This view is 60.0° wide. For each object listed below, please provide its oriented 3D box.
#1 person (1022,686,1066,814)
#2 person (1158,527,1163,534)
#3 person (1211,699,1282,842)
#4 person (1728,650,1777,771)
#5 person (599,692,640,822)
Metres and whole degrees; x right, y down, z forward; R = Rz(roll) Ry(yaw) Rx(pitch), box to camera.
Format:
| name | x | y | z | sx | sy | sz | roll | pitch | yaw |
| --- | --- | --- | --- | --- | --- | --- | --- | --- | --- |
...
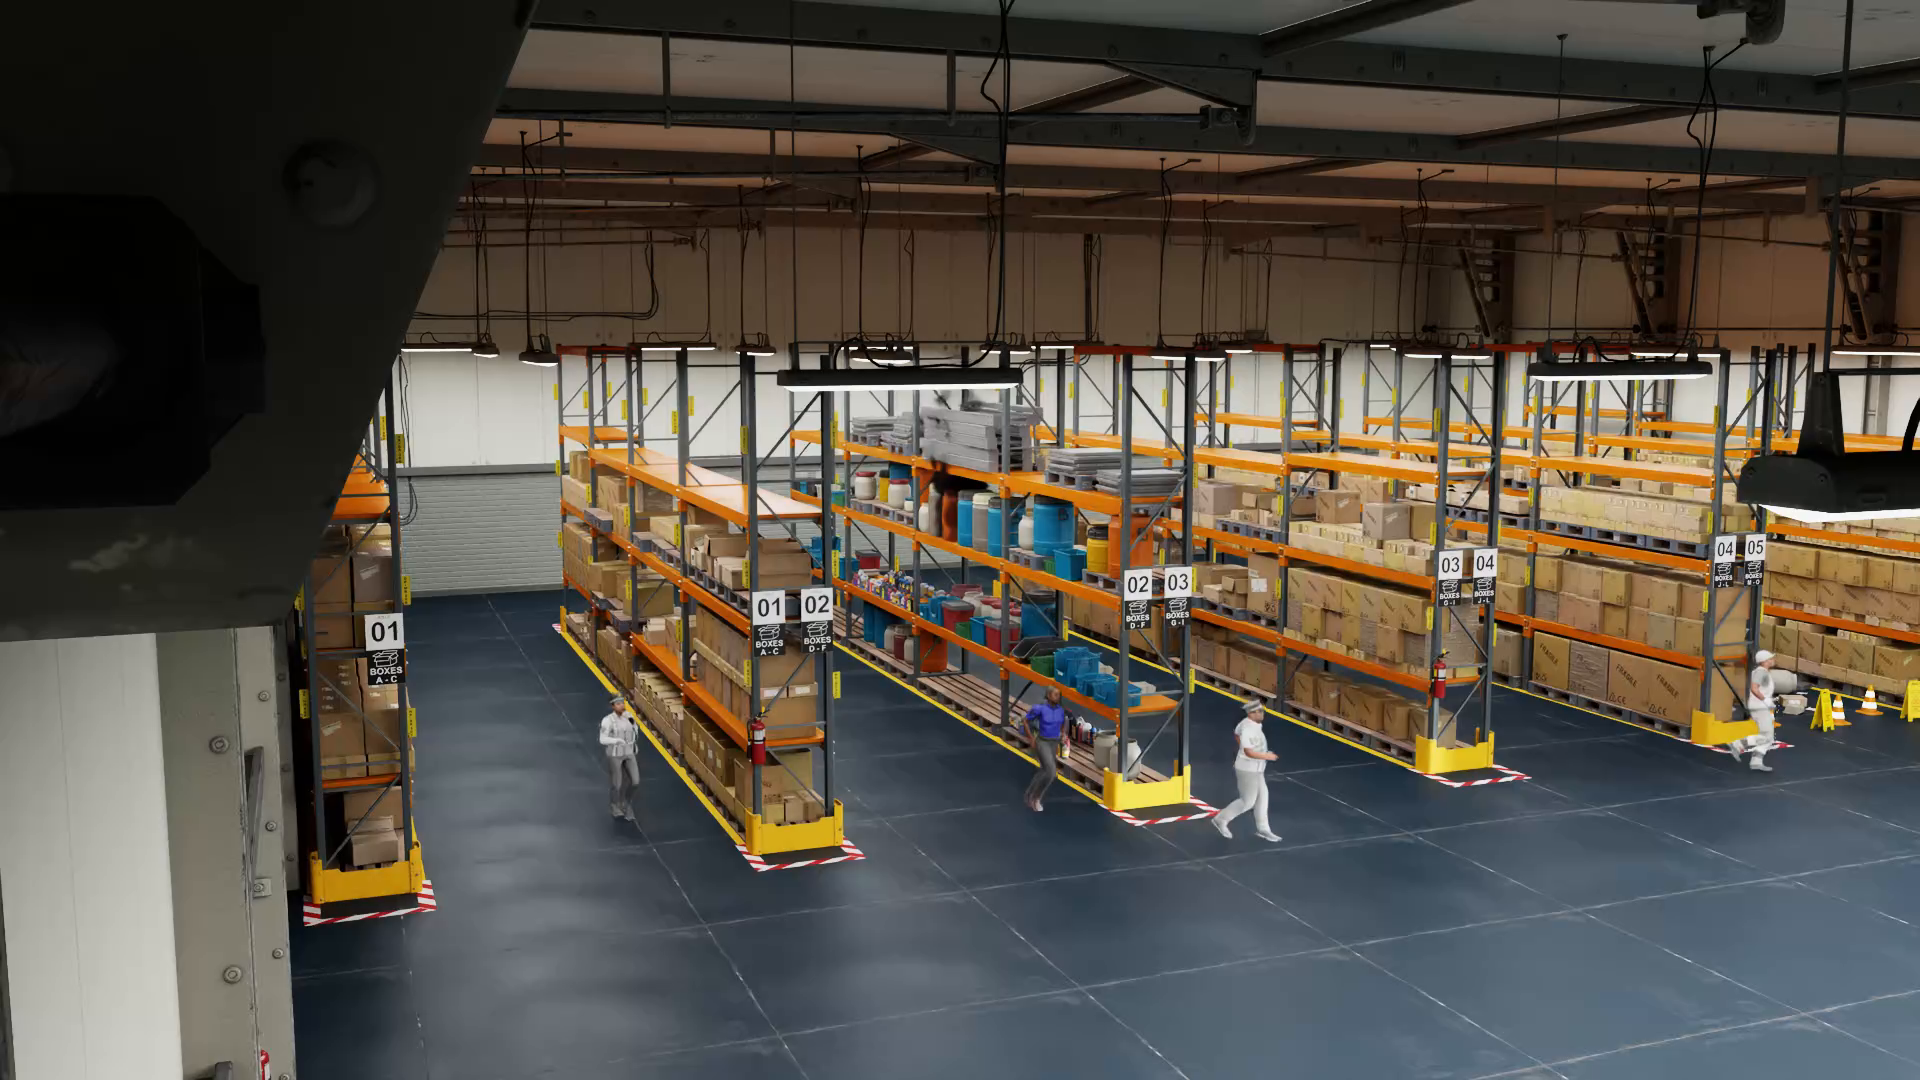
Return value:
| name | x | y | z | sx | sy | sz | roll | pitch | yaw |
| --- | --- | --- | --- | --- | --- | --- | --- | --- | --- |
| person | 1.145 | 2.754 | 21.981 | 0.587 | 1.653 | 0.642 | -6 | 10 | -41 |
| person | 4.568 | 0.555 | 39.116 | 0.769 | 1.742 | 0.700 | -3 | 8 | -22 |
| person | 3.565 | 2.849 | 20.592 | 0.869 | 1.808 | 0.686 | 2 | 7 | 12 |
| person | 11.505 | 2.439 | 24.112 | 0.626 | 1.692 | 0.715 | 3 | 8 | 23 |
| person | -4.332 | 2.793 | 21.380 | 0.594 | 1.712 | 0.638 | -5 | 9 | -33 |
